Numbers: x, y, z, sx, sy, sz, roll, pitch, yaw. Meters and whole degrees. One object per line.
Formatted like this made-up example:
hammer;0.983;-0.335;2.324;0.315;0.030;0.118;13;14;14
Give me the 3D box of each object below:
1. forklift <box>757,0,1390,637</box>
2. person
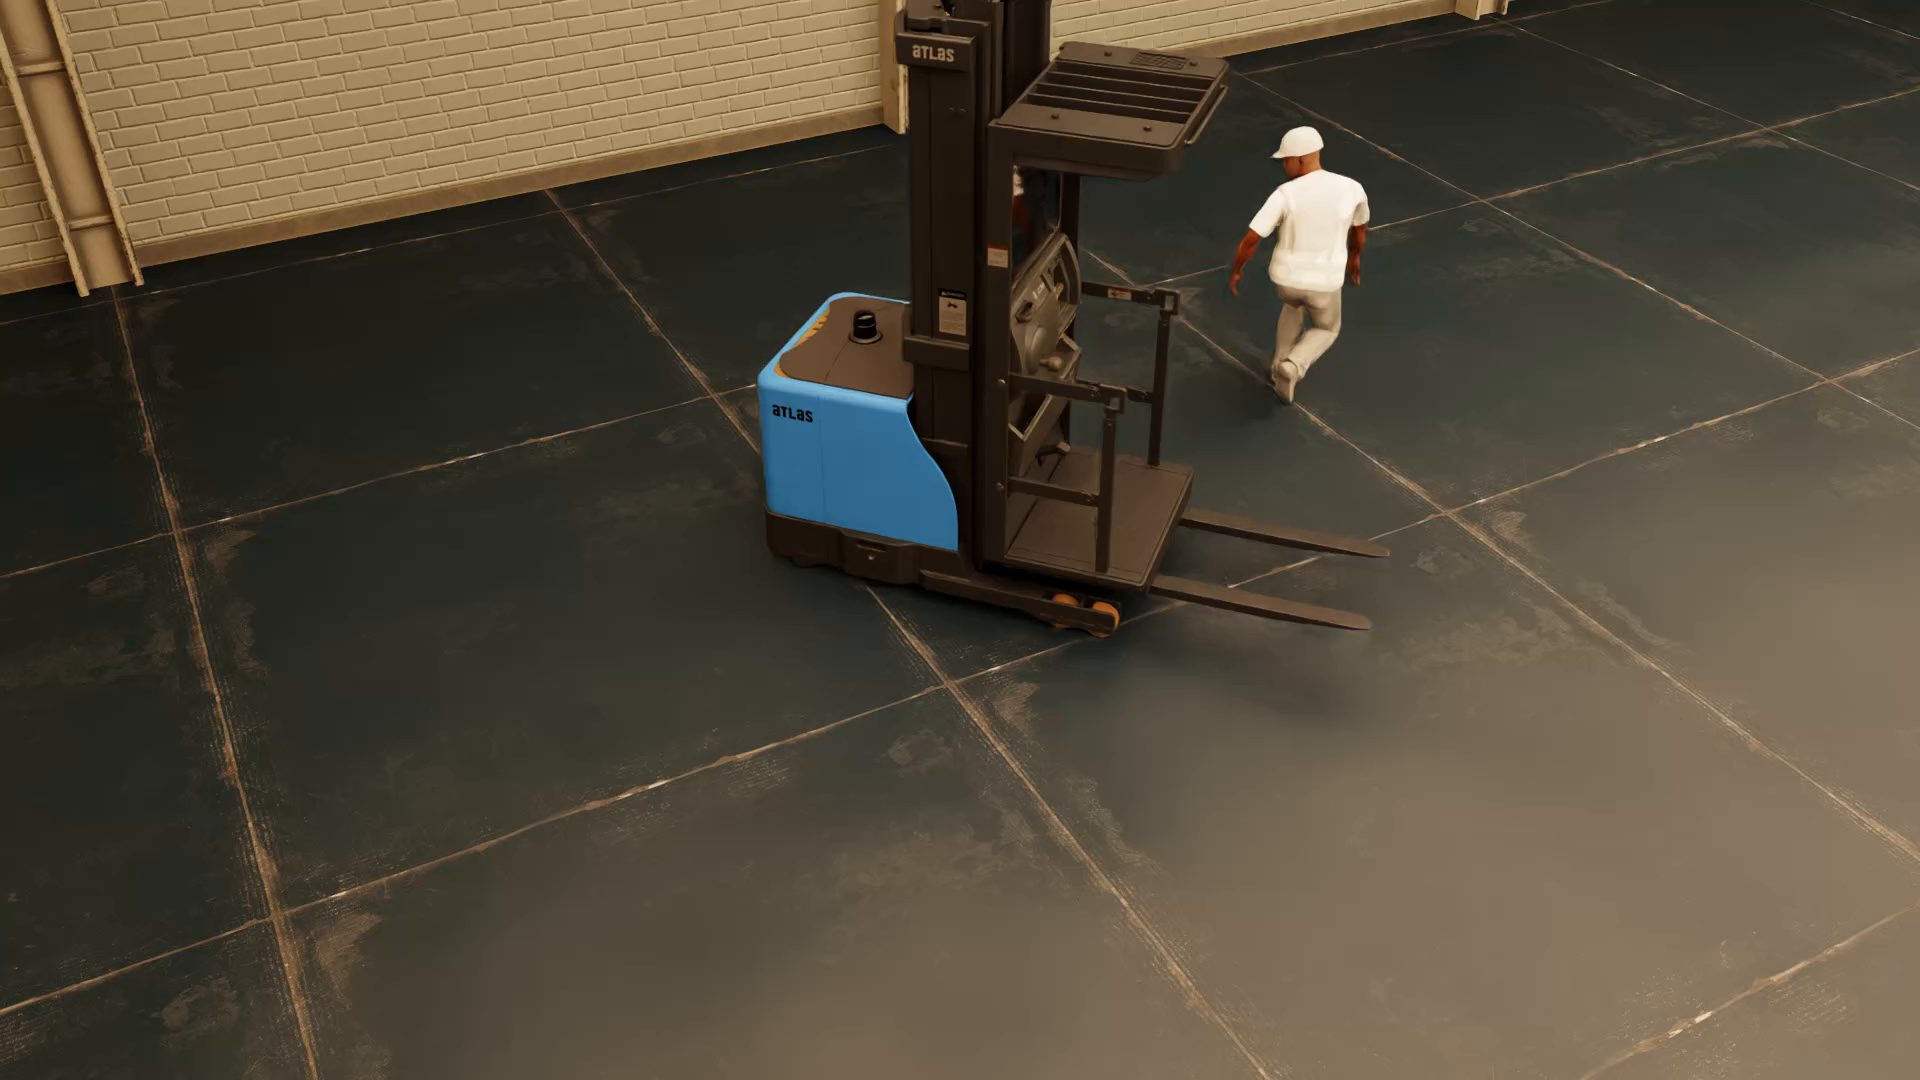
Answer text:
forklift;0.584;-1.077;7.647;3.031;2.935;1.130;12;37;16
person;1.928;-1.563;9.561;0.732;1.547;0.722;10;36;13
